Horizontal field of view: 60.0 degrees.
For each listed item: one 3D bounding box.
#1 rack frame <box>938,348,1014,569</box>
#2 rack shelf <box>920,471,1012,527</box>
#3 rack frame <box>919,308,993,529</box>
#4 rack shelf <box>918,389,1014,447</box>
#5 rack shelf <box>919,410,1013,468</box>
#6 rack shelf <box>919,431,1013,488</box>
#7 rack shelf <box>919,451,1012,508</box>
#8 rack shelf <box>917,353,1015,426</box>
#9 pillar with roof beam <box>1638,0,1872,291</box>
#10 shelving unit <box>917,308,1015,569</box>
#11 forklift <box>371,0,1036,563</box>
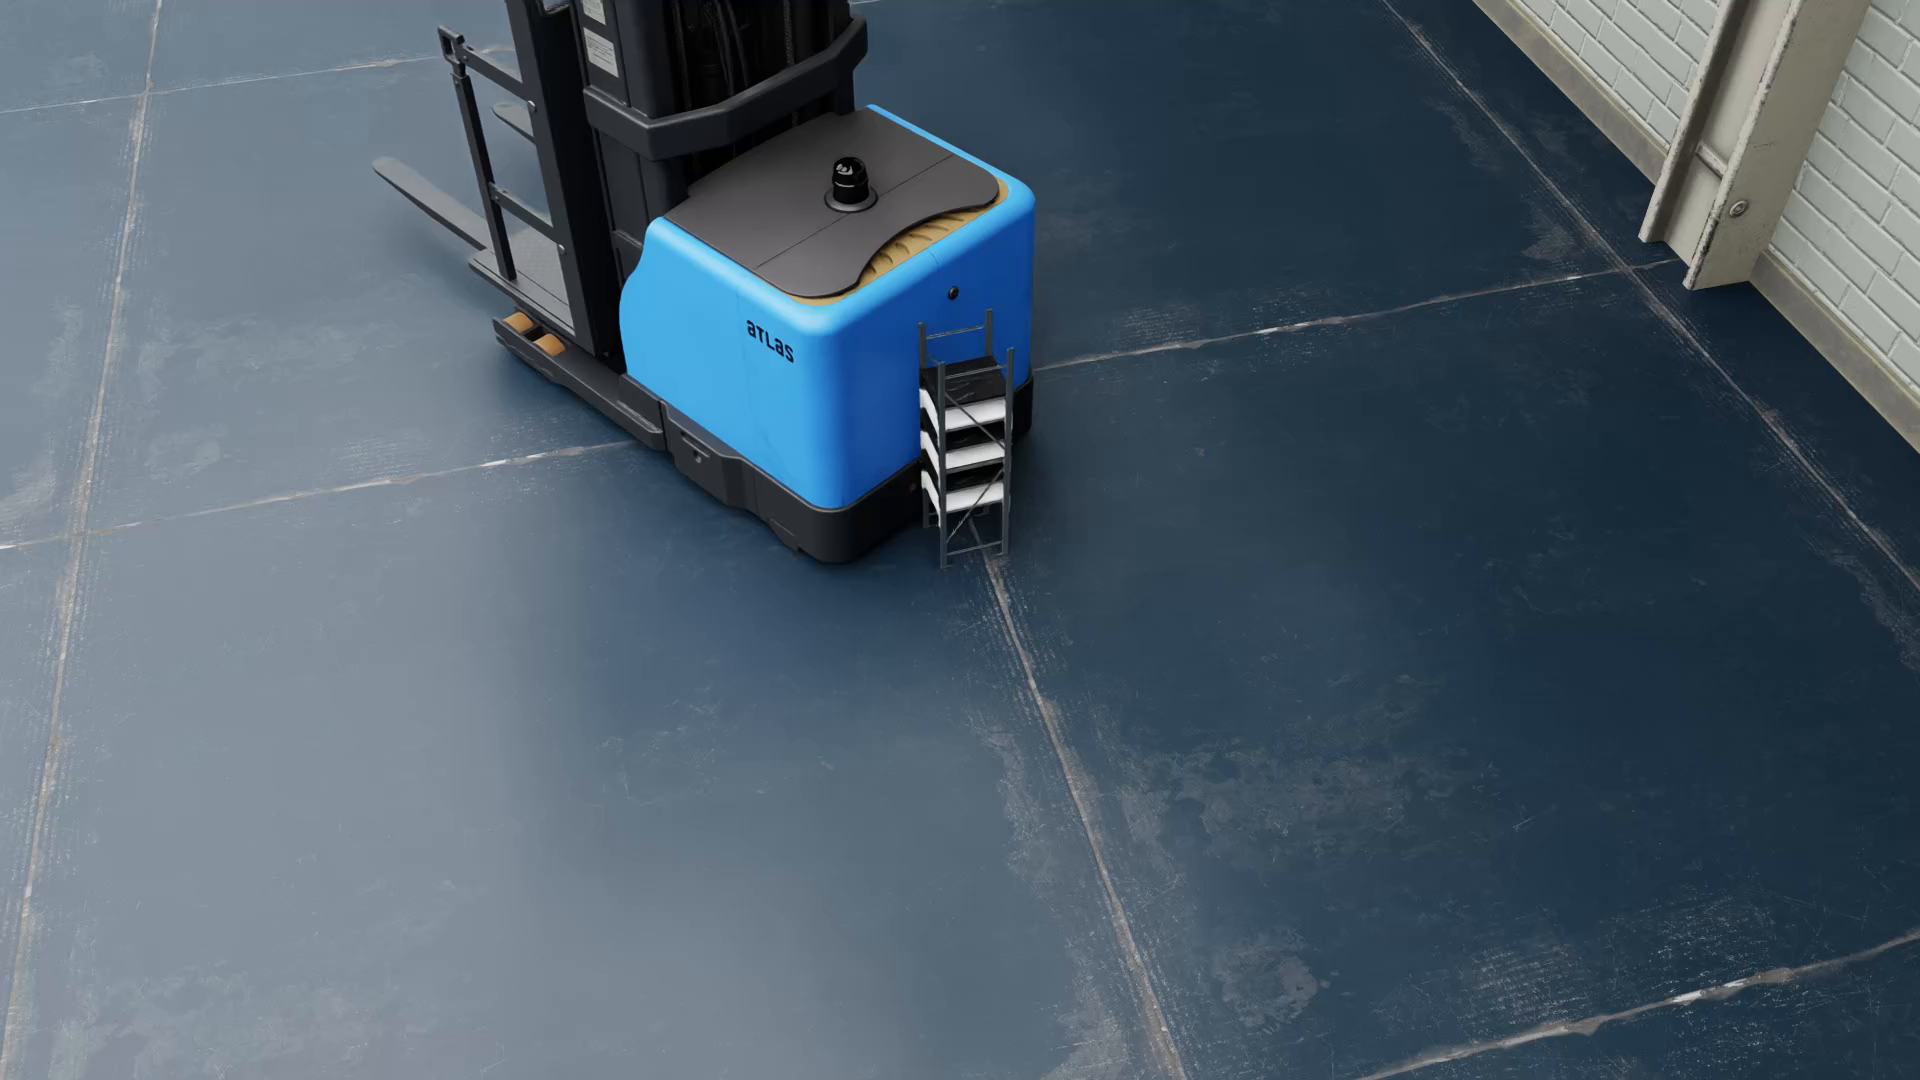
[{"bbox_3d":[0.049,-0.244,5.359,0.240,0.900,0.006,-13,47,-12],"label":"rack frame"},{"bbox_3d":[0.018,-0.163,5.579,0.258,0.077,0.200,-13,47,-12],"label":"rack shelf"},{"bbox_3d":[-0.013,-0.382,5.494,0.240,0.900,0.006,-13,47,-12],"label":"rack frame"},{"bbox_3d":[0.018,-0.415,5.322,0.258,0.077,0.200,-13,47,-12],"label":"rack shelf"},{"bbox_3d":[0.018,-0.352,5.386,0.258,0.077,0.200,-13,47,-12],"label":"rack shelf"},{"bbox_3d":[0.018,-0.289,5.450,0.258,0.077,0.200,-13,47,-12],"label":"rack shelf"},{"bbox_3d":[0.018,-0.226,5.514,0.258,0.077,0.200,-13,47,-12],"label":"rack shelf"},{"bbox_3d":[0.018,-0.478,5.257,0.258,0.077,0.200,-13,47,-12],"label":"rack shelf"},{"bbox_3d":[-1.107,-3.539,2.917,9.100,9.000,0.400,-11,47,-10],"label":"pillar with roof beam"},{"bbox_3d":[0.018,-0.313,5.426,0.258,0.900,0.210,-13,47,-12],"label":"shelving unit"},{"bbox_3d":[-1.152,-1.884,5.544,3.031,2.935,1.130,34,55,29],"label":"forklift"}]
